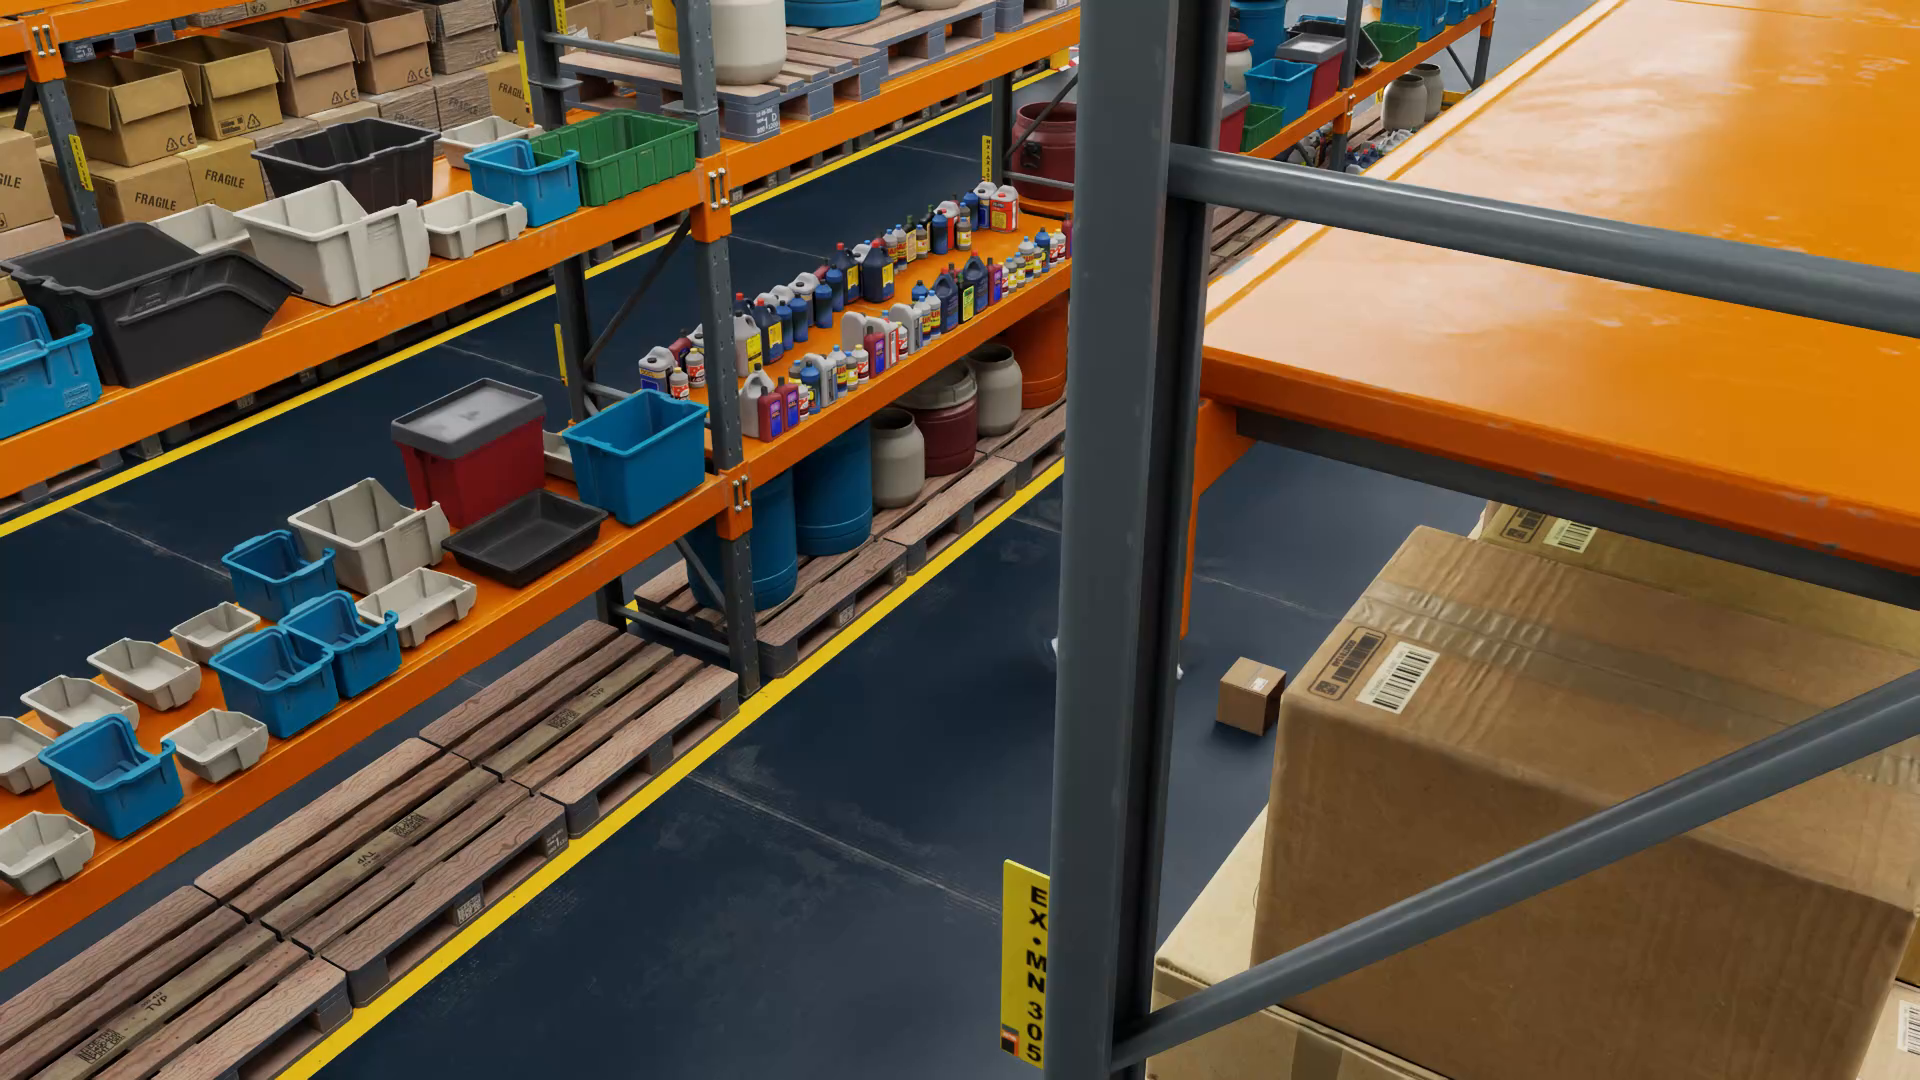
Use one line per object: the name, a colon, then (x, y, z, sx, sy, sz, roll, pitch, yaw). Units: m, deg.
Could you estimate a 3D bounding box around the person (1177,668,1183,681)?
person: (0.846, -0.013, 8.133, 0.604, 1.763, 0.618, 2, 30, 3)
